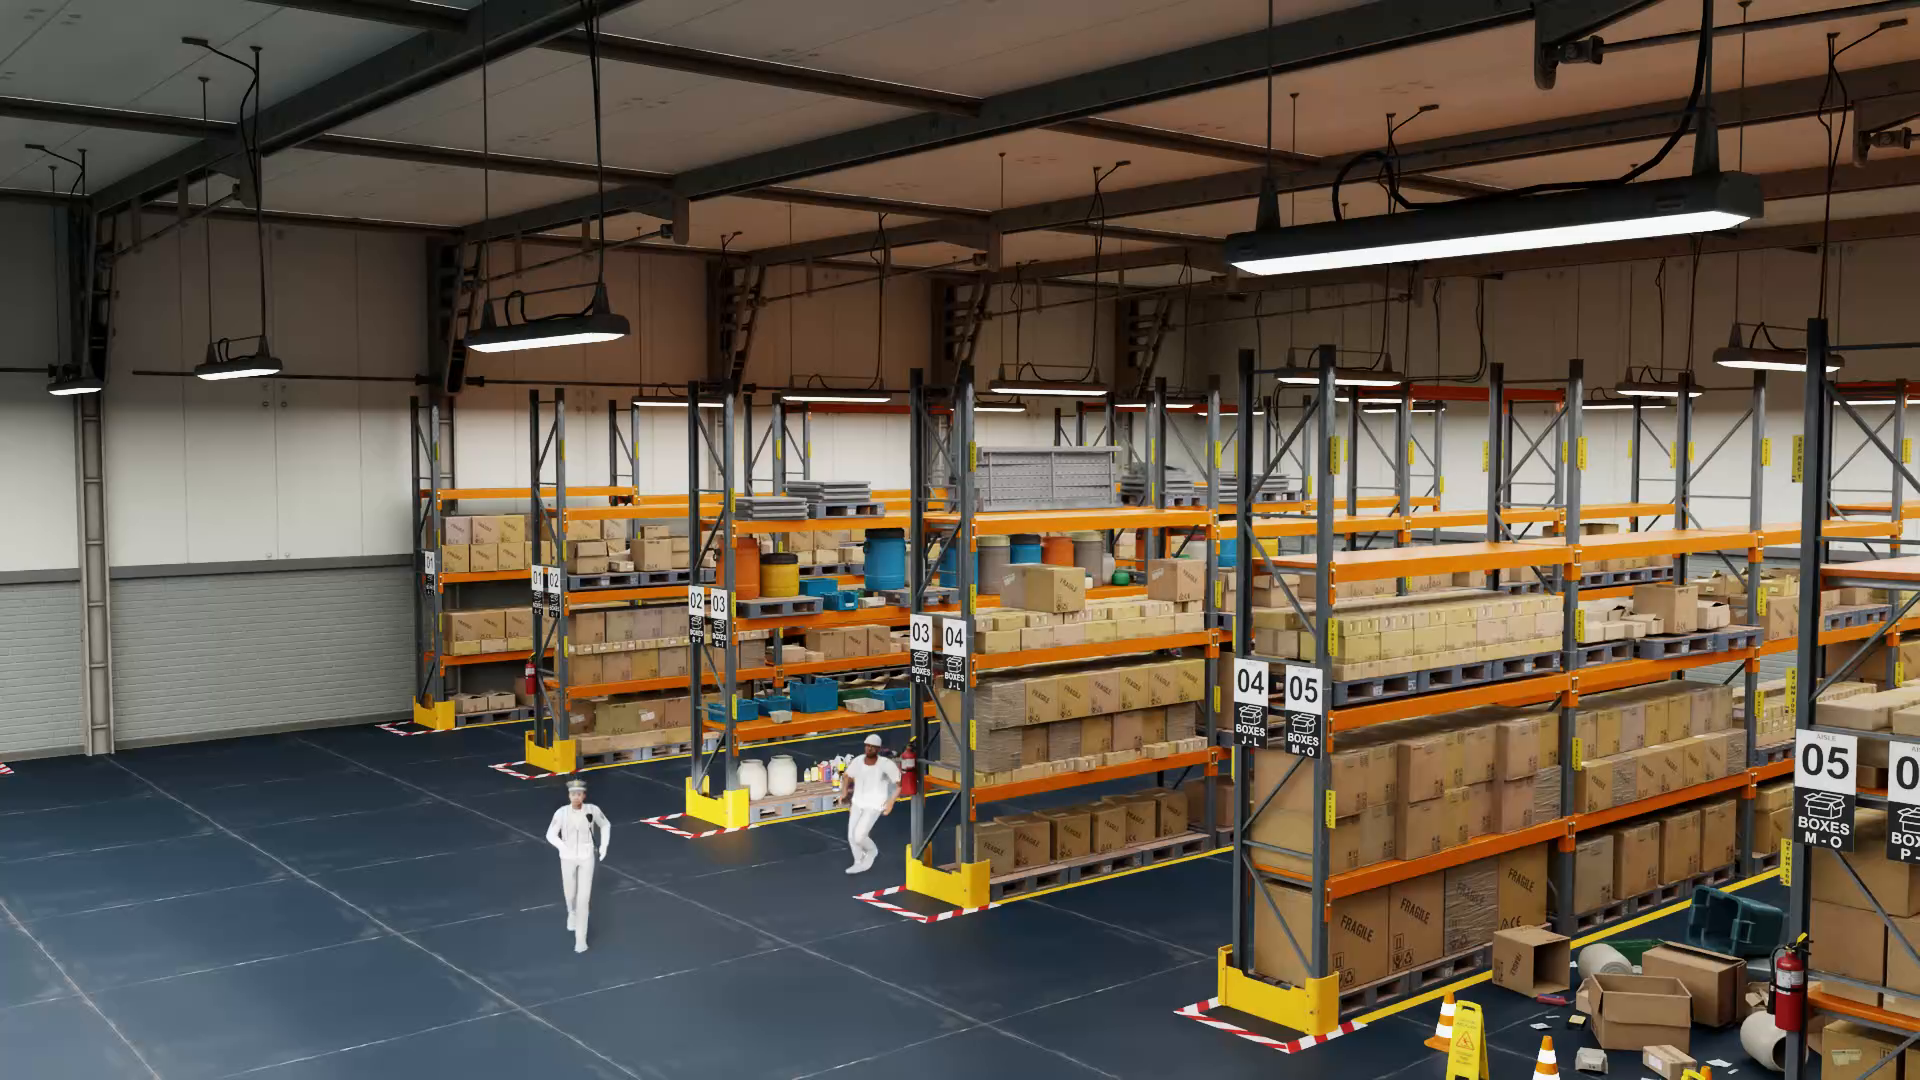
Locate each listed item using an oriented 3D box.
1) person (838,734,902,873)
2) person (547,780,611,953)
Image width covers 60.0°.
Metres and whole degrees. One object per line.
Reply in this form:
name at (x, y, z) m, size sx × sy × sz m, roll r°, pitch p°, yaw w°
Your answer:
person at (-1.104, 3.147, 19.718) m, size 0.762 × 1.702 × 0.526 m, roll 2°, pitch 4°, yaw 32°
person at (-3.939, 3.306, 17.190) m, size 0.638 × 1.715 × 0.818 m, roll -1°, pitch 3°, yaw -9°
